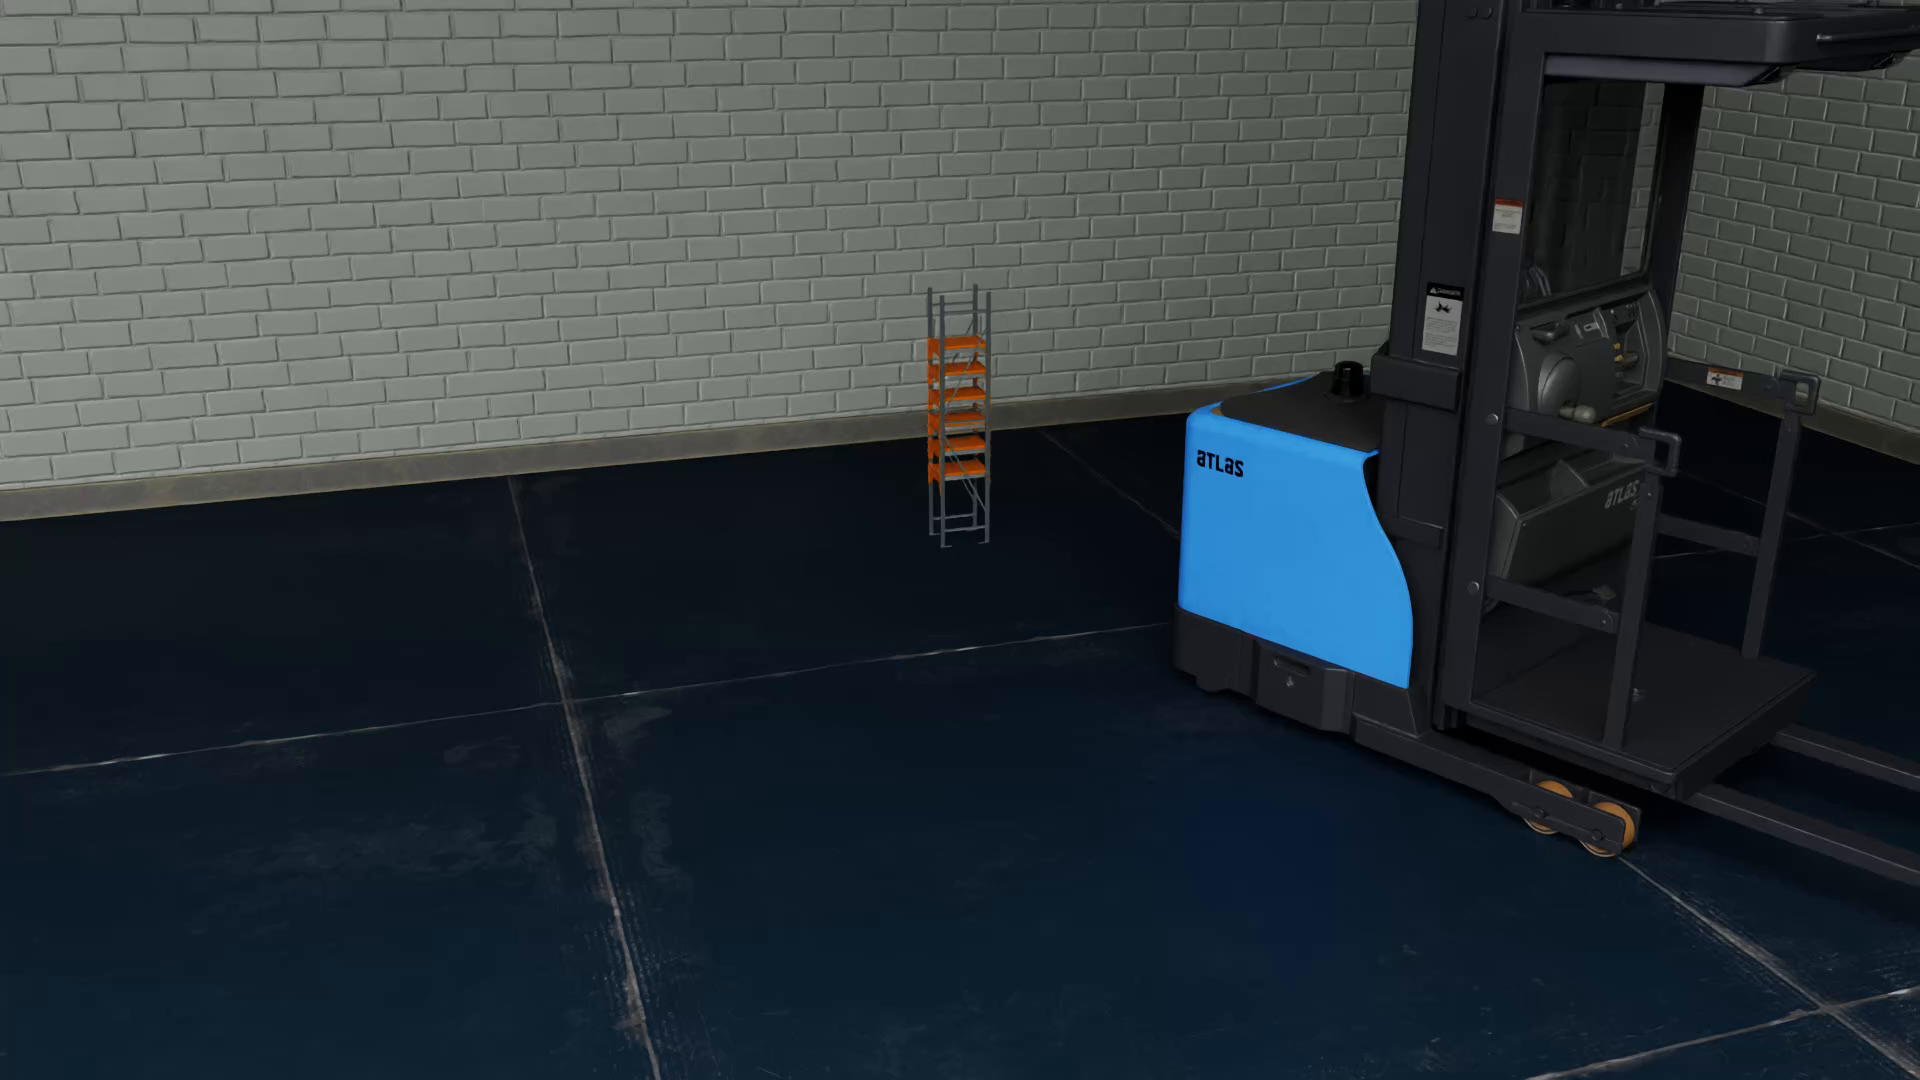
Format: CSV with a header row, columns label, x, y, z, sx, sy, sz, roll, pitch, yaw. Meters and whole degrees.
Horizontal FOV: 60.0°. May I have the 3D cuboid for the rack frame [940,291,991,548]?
label,x,y,z,sx,sy,sz,roll,pitch,yaw
rack frame,0.024,-0.540,7.645,0.240,1.200,0.006,-6,21,-17

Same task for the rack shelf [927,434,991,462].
label,x,y,z,sx,sy,sz,roll,pitch,yaw
rack shelf,-0.005,-0.415,7.782,0.258,0.103,0.180,-6,21,-17

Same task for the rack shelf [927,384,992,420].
label,x,y,z,sx,sy,sz,roll,pitch,yaw
rack shelf,-0.005,-0.640,7.701,0.258,0.103,0.180,-6,21,-17

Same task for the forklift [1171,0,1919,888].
label,x,y,z,sx,sy,sz,roll,pitch,yaw
forklift,2.183,-0.589,5.222,1.130,2.935,3.031,-18,26,-40

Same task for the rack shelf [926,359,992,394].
label,x,y,z,sx,sy,sz,roll,pitch,yaw
rack shelf,-0.005,-0.753,7.660,0.258,0.103,0.180,-6,21,-17

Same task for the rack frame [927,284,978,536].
label,x,y,z,sx,sy,sz,roll,pitch,yaw
rack frame,-0.033,-0.599,7.808,0.240,1.200,0.006,-6,21,-17

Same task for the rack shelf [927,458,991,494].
label,x,y,z,sx,sy,sz,roll,pitch,yaw
rack shelf,-0.005,-0.302,7.823,0.258,0.103,0.180,-6,21,-17

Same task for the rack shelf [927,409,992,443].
label,x,y,z,sx,sy,sz,roll,pitch,yaw
rack shelf,-0.005,-0.528,7.742,0.258,0.103,0.180,-6,21,-17

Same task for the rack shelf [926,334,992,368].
label,x,y,z,sx,sy,sz,roll,pitch,yaw
rack shelf,-0.005,-0.866,7.620,0.258,0.103,0.180,-6,21,-17

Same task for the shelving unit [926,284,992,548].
label,x,y,z,sx,sy,sz,roll,pitch,yaw
shelving unit,-0.005,-0.569,7.727,0.258,1.200,0.189,-6,21,-17
